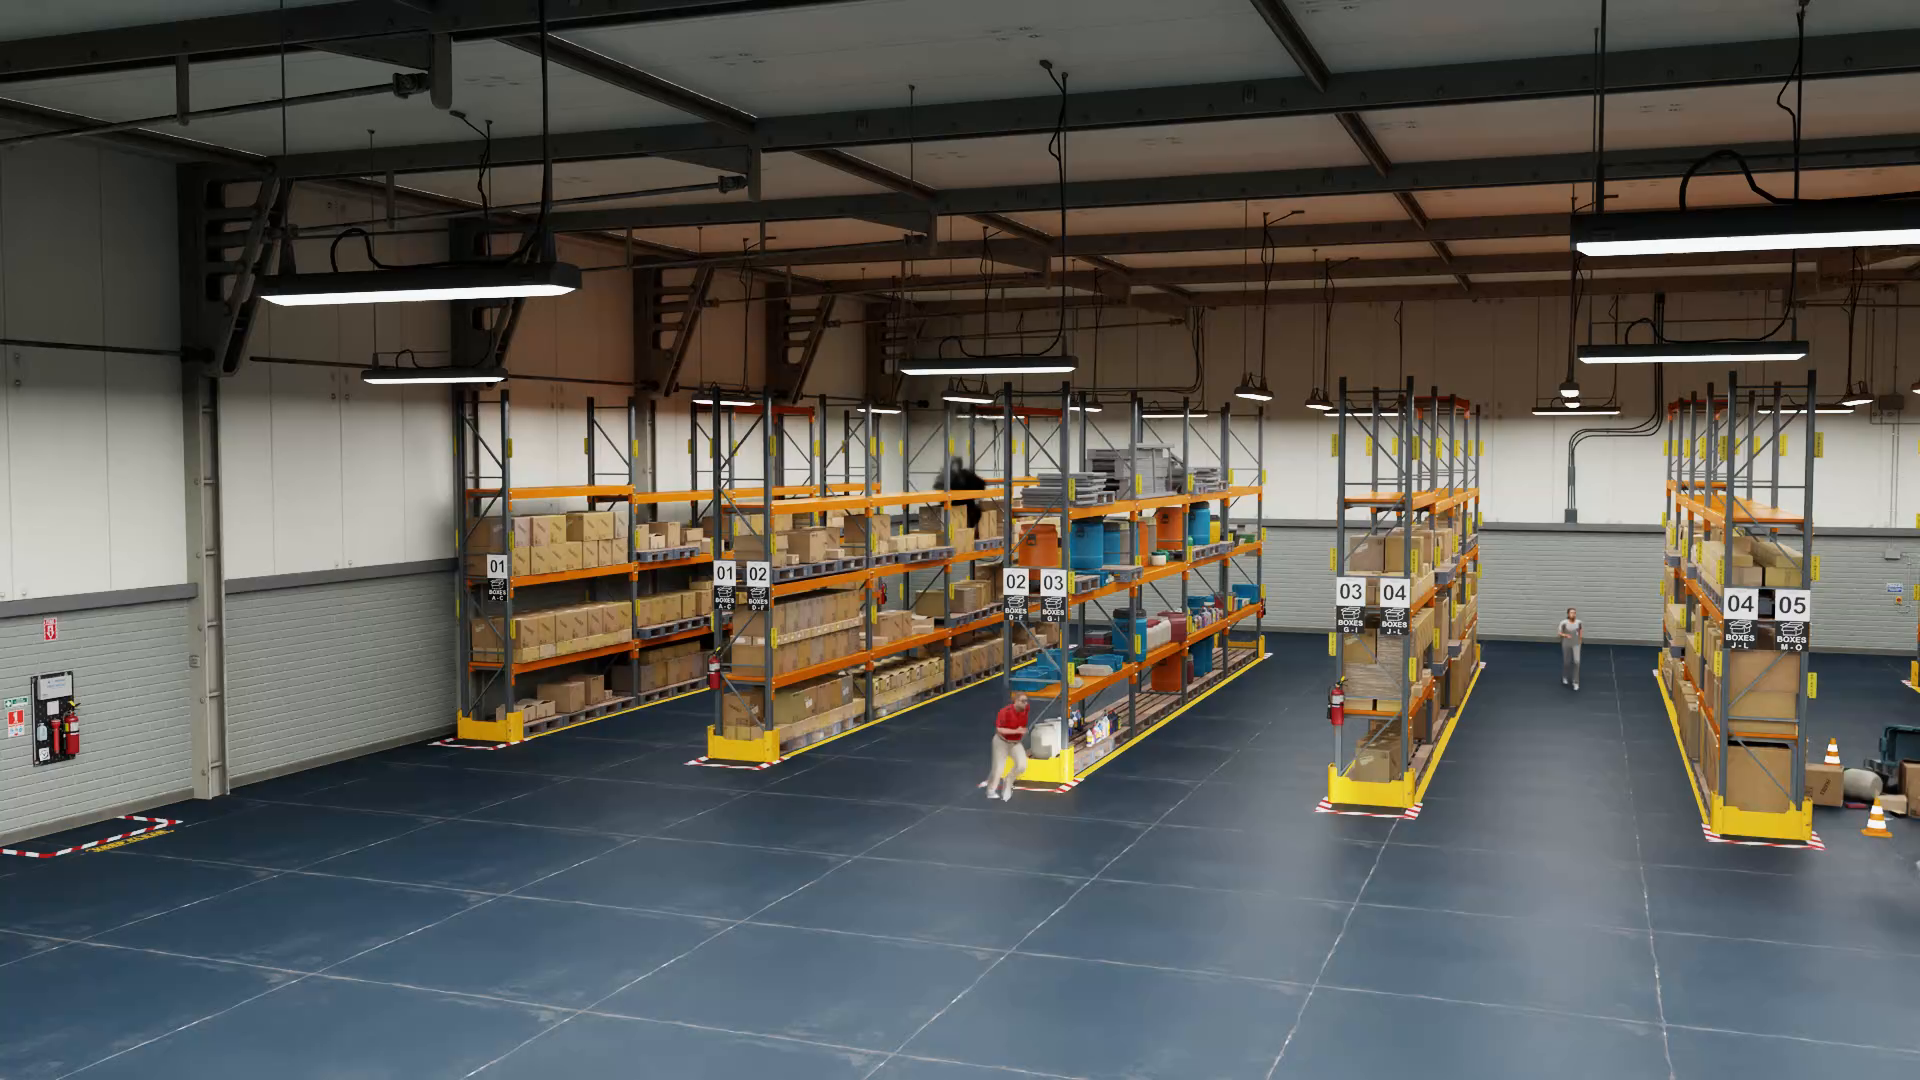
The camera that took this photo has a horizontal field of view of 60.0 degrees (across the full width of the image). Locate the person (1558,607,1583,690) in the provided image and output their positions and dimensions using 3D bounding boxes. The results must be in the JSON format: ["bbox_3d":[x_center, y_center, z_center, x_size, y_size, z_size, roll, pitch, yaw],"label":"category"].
[{"bbox_3d":[12.774,2.253,34.810,0.523,1.709,0.846,1,3,14],"label":"person"}]

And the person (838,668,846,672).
[{"bbox_3d":[-2.533,2.172,35.260,0.642,1.839,0.763,1,3,18],"label":"person"}]

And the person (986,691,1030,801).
[{"bbox_3d":[0.742,2.907,23.481,0.693,1.607,0.938,-2,4,-34],"label":"person"}]
